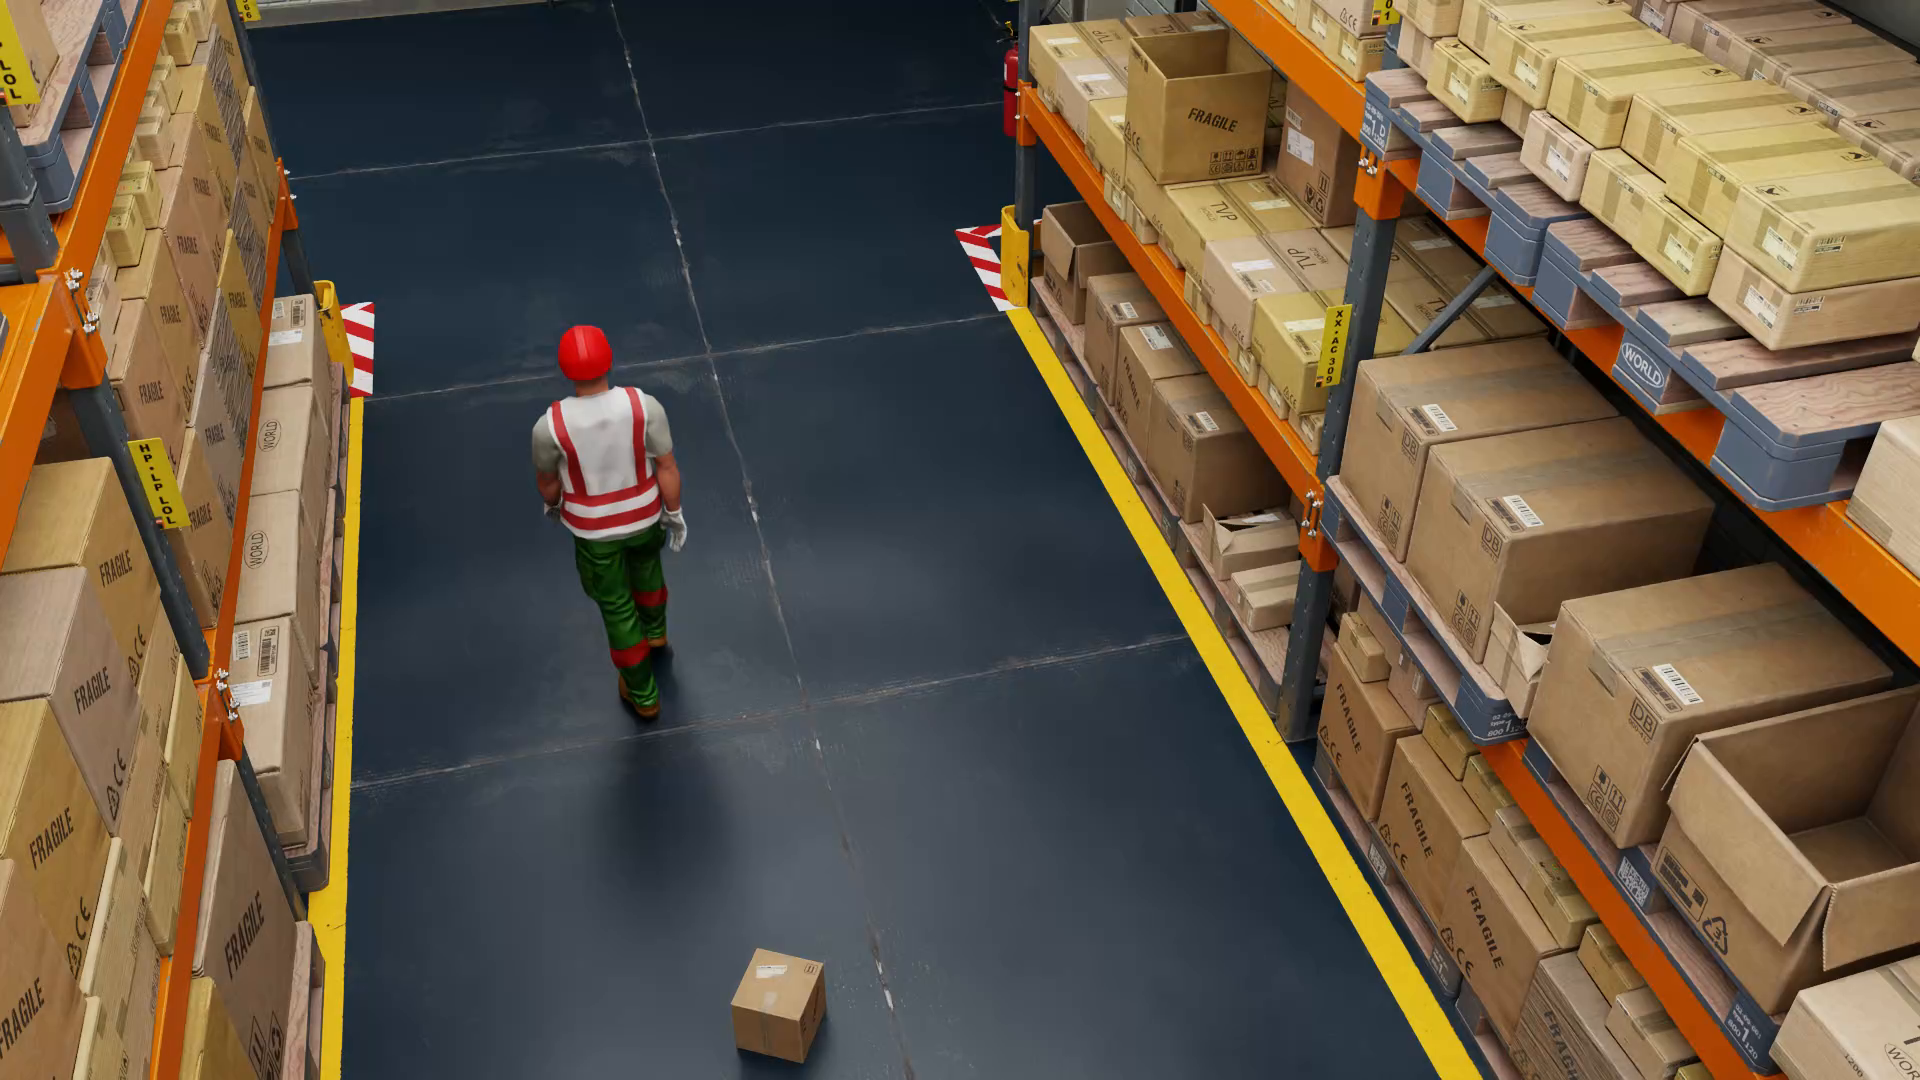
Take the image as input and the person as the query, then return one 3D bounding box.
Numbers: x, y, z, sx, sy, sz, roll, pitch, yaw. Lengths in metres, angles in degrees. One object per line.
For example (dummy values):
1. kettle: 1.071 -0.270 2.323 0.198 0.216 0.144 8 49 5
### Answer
1. person: -1.430 -0.095 6.830 0.545 1.841 0.666 -15 40 -19
